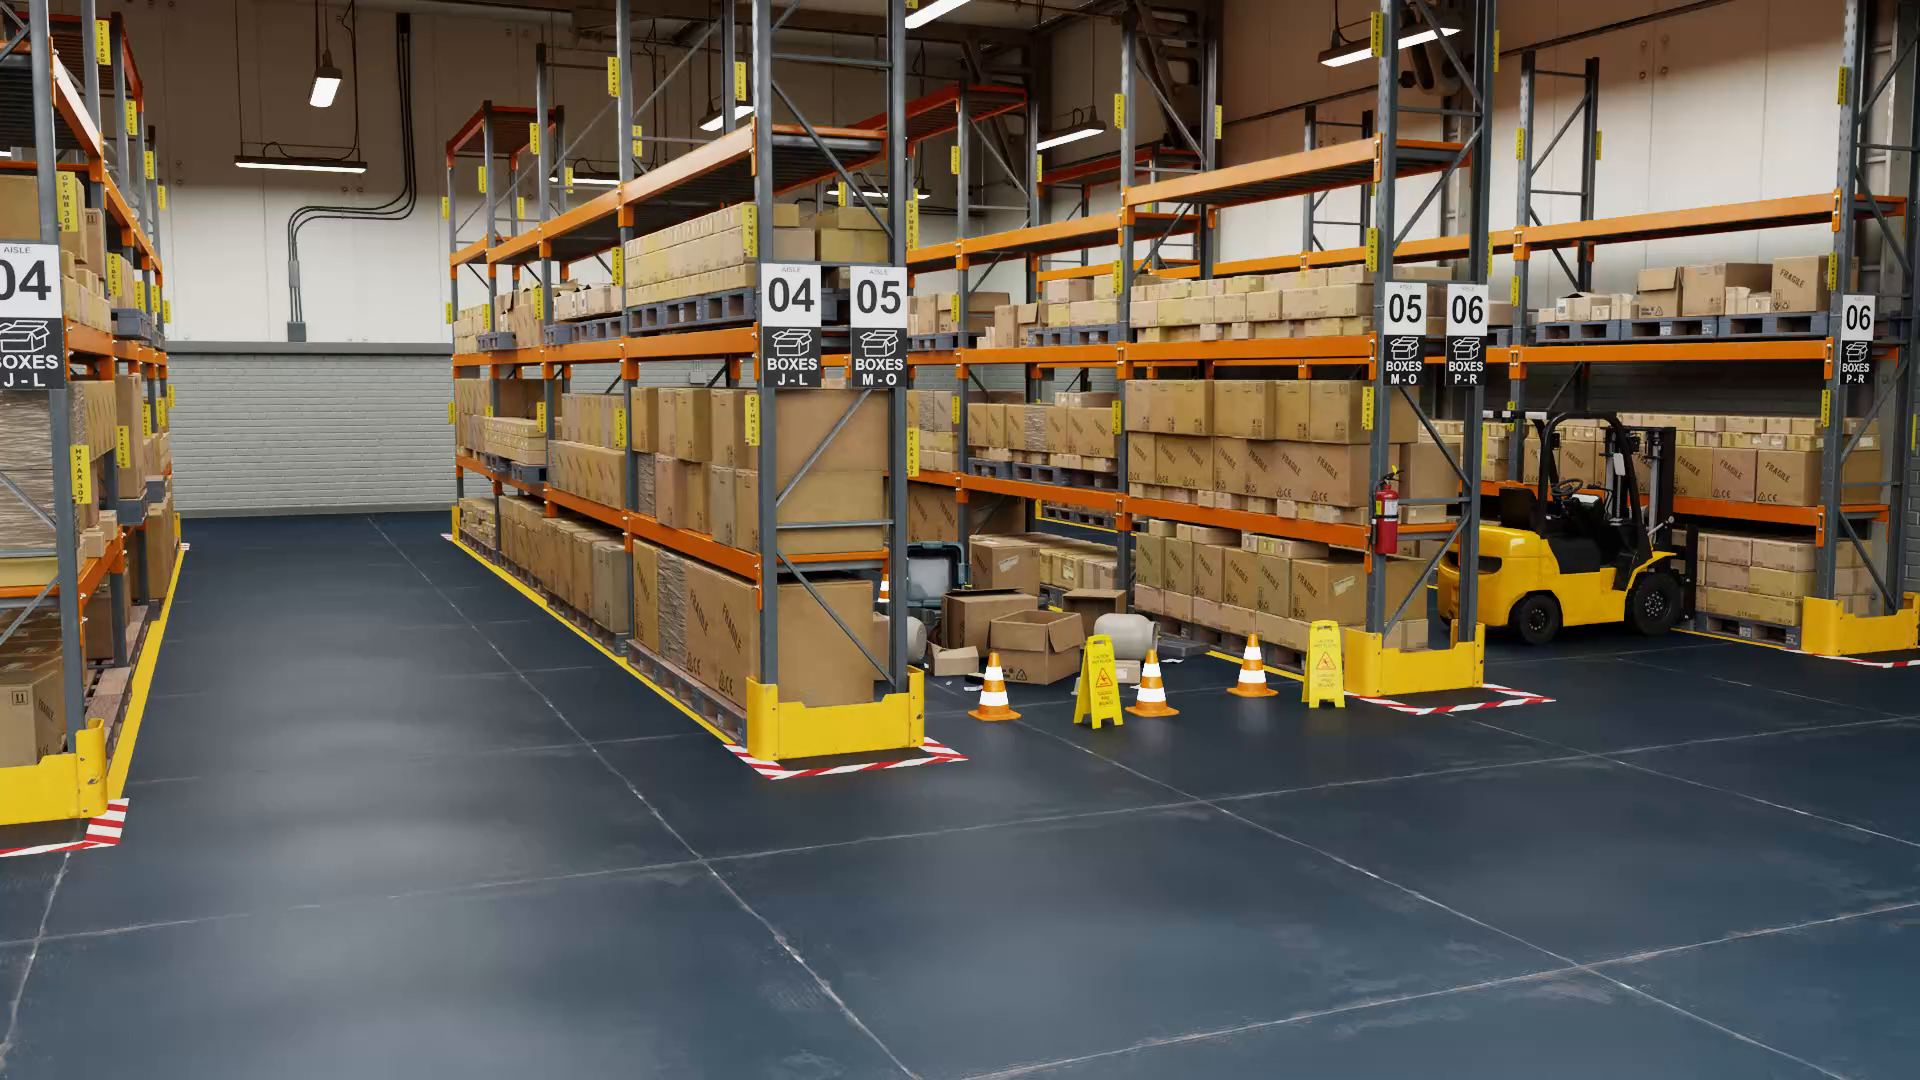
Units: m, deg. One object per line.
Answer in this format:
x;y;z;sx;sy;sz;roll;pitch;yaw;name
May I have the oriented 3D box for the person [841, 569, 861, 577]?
-1.287;-0.117;18.478;0.471;1.580;0.348;-3;6;-26;person
